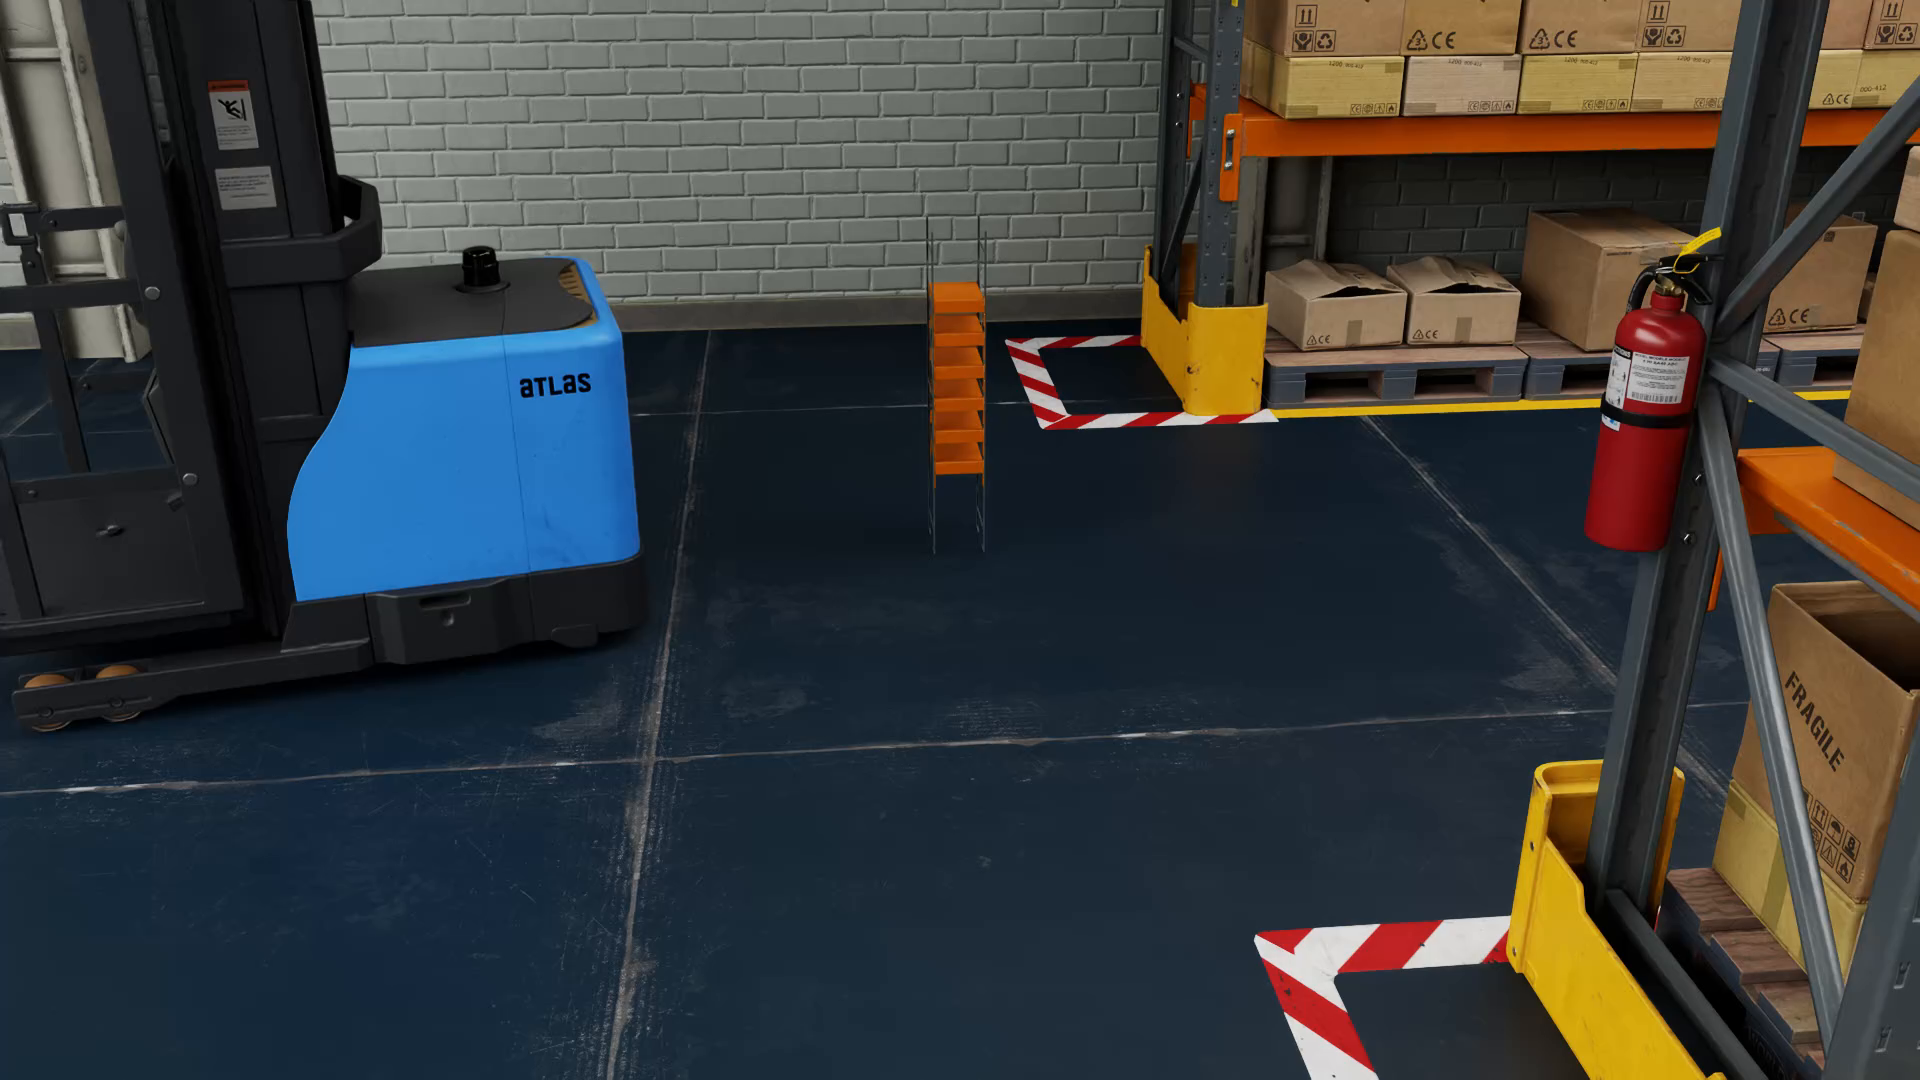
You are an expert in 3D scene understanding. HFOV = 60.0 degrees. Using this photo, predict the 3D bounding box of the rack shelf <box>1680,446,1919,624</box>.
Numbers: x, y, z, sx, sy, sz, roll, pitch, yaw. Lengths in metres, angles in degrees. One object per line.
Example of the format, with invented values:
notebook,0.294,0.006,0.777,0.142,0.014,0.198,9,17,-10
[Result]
rack shelf,3.552,0.083,3.256,4.000,0.370,1.077,-2,24,-5

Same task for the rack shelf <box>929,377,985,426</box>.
rack shelf,-0.014,-0.507,6.023,0.180,0.103,0.258,-2,24,-5

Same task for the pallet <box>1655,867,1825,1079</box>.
pallet,2.319,1.061,3.604,1.213,0.211,1.003,-2,24,-5

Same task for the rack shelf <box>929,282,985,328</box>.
rack shelf,-0.014,-0.836,5.877,0.180,0.103,0.258,-2,24,-5

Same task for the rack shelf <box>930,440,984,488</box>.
rack shelf,-0.014,-0.288,6.121,0.180,0.103,0.258,-2,24,-5

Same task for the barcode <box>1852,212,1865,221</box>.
barcode,4.491,-1.608,8.317,0.075,0.075,0.001,-2,24,-5

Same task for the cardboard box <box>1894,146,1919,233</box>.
cardboard box,1.923,-0.601,2.986,0.250,0.149,0.380,-3,24,-6

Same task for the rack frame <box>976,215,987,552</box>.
rack frame,0.077,-0.551,6.013,0.006,1.200,0.240,-2,24,-5

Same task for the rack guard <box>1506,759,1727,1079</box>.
rack guard,1.538,0.977,3.436,0.348,0.500,1.175,-2,24,-5

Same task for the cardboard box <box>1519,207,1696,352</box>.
cardboard box,3.071,-1.250,7.905,0.500,0.500,0.700,-4,24,-8

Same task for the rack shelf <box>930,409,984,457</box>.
rack shelf,-0.014,-0.397,6.072,0.180,0.103,0.258,-2,24,-5

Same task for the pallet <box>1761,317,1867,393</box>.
pallet,4.387,-1.013,8.268,1.213,0.211,1.003,-2,24,-5

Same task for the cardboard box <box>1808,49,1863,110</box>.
cardboard box,3.614,-2.084,7.406,0.500,0.250,0.500,-2,24,-5

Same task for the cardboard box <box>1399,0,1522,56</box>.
cardboard box,2.068,-2.365,7.114,0.500,0.500,0.500,-2,24,-5

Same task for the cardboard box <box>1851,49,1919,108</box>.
cardboard box,4.113,-2.111,7.465,0.500,0.250,0.500,-2,24,-5

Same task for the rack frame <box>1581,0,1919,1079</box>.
rack frame,1.562,-0.166,2.931,0.127,3.000,1.000,-2,24,-5

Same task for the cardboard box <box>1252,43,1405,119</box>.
cardboard box,1.588,-2.000,7.217,0.500,0.250,0.500,-3,24,-7

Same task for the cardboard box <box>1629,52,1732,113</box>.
cardboard box,3.114,-2.064,7.360,0.500,0.250,0.500,-2,24,-5

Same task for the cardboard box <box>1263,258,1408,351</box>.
cardboard box,1.768,-1.132,7.872,0.500,0.311,0.500,-5,24,-11

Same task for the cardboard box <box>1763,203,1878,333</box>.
cardboard box,4.023,-1.329,8.083,0.500,0.500,0.500,-4,24,-9

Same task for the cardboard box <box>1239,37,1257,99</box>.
cardboard box,1.517,-2.206,7.680,0.500,0.250,0.500,-2,24,-4

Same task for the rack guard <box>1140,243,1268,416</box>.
rack guard,1.147,-1.029,7.950,0.348,0.500,1.175,-2,24,-5

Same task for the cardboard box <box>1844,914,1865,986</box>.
cardboard box,2.117,0.967,3.250,0.500,0.250,0.500,-2,24,-5

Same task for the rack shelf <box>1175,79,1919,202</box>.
rack shelf,3.061,-1.919,7.761,4.000,0.370,1.077,-2,24,-5

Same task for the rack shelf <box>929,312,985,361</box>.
rack shelf,-0.014,-0.726,5.926,0.180,0.103,0.258,-2,24,-5

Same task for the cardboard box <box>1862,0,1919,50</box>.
cardboard box,4.115,-2.445,7.295,0.500,0.500,0.500,-2,24,-5

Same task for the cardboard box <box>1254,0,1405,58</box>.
cardboard box,1.576,-2.349,7.079,0.500,0.500,0.500,-2,24,-5

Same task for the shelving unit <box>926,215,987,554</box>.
shelving unit,-0.014,-0.548,6.005,0.189,1.200,0.258,-2,24,-5

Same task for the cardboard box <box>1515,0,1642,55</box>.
cardboard box,2.583,-2.383,7.155,0.500,0.500,0.500,-3,24,-7

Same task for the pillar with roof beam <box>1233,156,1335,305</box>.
pillar with roof beam,2.106,-3.547,3.151,0.400,9.000,9.100,-2,24,-5

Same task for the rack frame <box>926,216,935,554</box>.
rack frame,-0.105,-0.544,5.997,0.006,1.200,0.240,-2,24,-5

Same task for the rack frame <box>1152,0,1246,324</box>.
rack frame,1.071,-2.168,7.435,0.127,3.000,1.000,-2,24,-5

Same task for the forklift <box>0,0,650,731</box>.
forklift,-2.604,-1.009,4.911,3.031,2.935,1.130,-7,25,-16

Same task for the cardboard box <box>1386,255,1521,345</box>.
cardboard box,2.336,-1.155,7.923,0.500,0.311,0.500,0,24,-1

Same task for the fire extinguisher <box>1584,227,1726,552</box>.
fire extinguisher,1.398,-0.314,3.358,0.183,0.674,0.296,-2,24,-5

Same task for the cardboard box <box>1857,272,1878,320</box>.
cardboard box,4.522,-1.201,8.205,0.250,0.166,0.380,-5,25,-12

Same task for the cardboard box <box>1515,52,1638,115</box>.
cardboard box,2.611,-2.044,7.317,0.500,0.250,0.500,-3,24,-6

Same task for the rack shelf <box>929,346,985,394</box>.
rack shelf,-0.014,-0.617,5.974,0.180,0.103,0.258,-2,24,-5

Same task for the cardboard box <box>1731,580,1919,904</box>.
cardboard box,2.066,0.414,3.570,0.500,0.500,0.500,-2,24,-5

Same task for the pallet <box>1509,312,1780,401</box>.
pallet,3.170,-0.963,8.156,1.213,0.211,1.003,-2,24,-5

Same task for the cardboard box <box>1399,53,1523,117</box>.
cardboard box,2.103,-2.027,7.276,0.500,0.250,0.500,-3,24,-7

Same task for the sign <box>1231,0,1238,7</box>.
sign,1.125,-2.345,6.766,0.005,0.325,0.100,-2,24,-5

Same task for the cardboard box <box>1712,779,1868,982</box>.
cardboard box,2.066,0.758,3.721,0.500,0.250,0.500,-2,24,-5

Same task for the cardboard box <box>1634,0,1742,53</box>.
cardboard box,3.096,-2.408,7.212,0.500,0.500,0.500,-2,24,-3

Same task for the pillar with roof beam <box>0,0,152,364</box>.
pillar with roof beam,-3.865,-3.308,2.612,0.400,9.000,9.100,-2,24,-5

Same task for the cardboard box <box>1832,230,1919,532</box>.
cardboard box,2.027,-0.225,2.941,0.500,0.500,0.700,-2,24,-5

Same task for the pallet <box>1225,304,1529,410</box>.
pallet,1.959,-0.915,8.049,1.213,0.211,1.003,-2,24,-5

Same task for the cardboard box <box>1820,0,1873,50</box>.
cardboard box,3.613,-2.429,7.259,0.500,0.500,0.500,-3,24,-7

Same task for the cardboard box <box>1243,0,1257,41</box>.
cardboard box,1.519,-2.556,7.545,0.500,0.500,0.500,-3,24,-6
